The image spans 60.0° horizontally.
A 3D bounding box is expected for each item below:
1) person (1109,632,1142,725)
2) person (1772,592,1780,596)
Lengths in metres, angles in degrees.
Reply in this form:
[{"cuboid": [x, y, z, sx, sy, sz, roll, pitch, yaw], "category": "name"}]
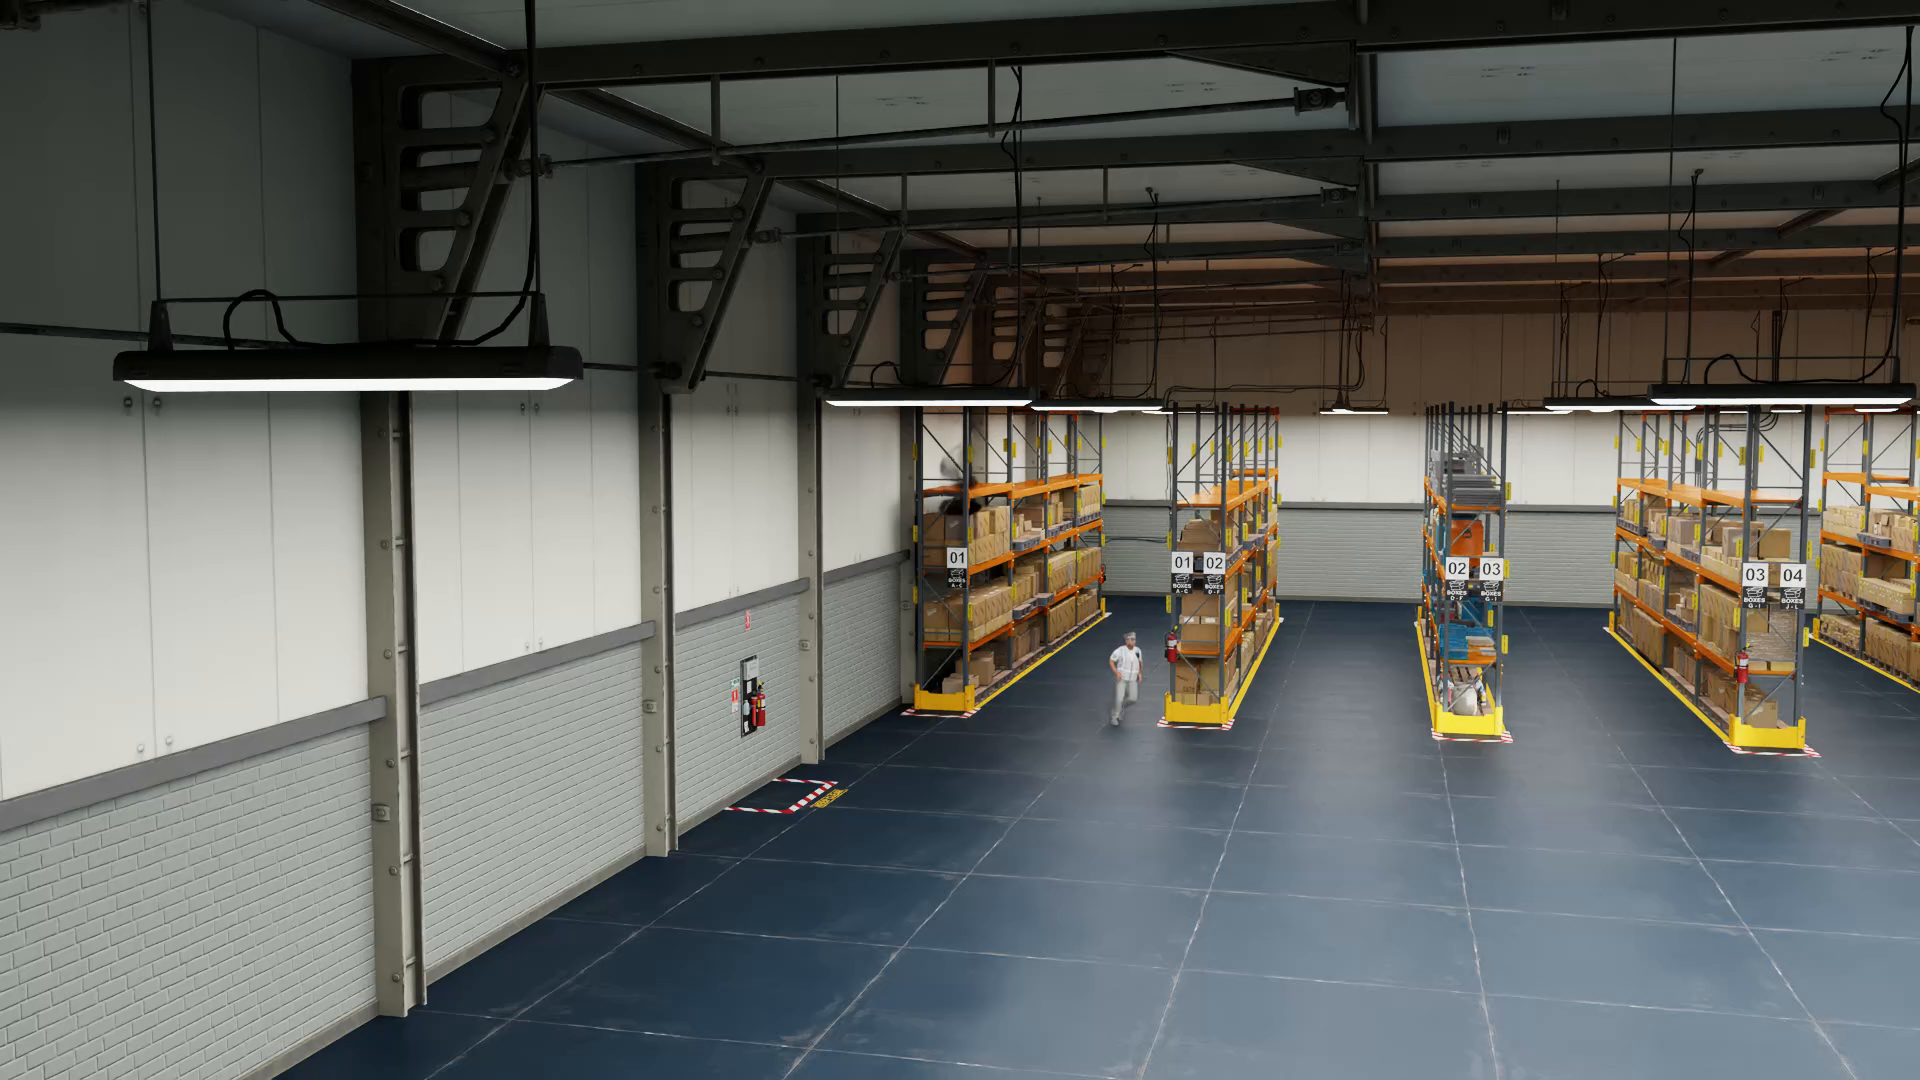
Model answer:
[{"cuboid": [3.140, 2.581, 31.062, 0.714, 1.723, 0.509, -1, 4, -17], "category": "person"}, {"cuboid": [21.701, 1.622, 44.304, 0.839, 1.708, 0.564, -4, 5, -40], "category": "person"}]
